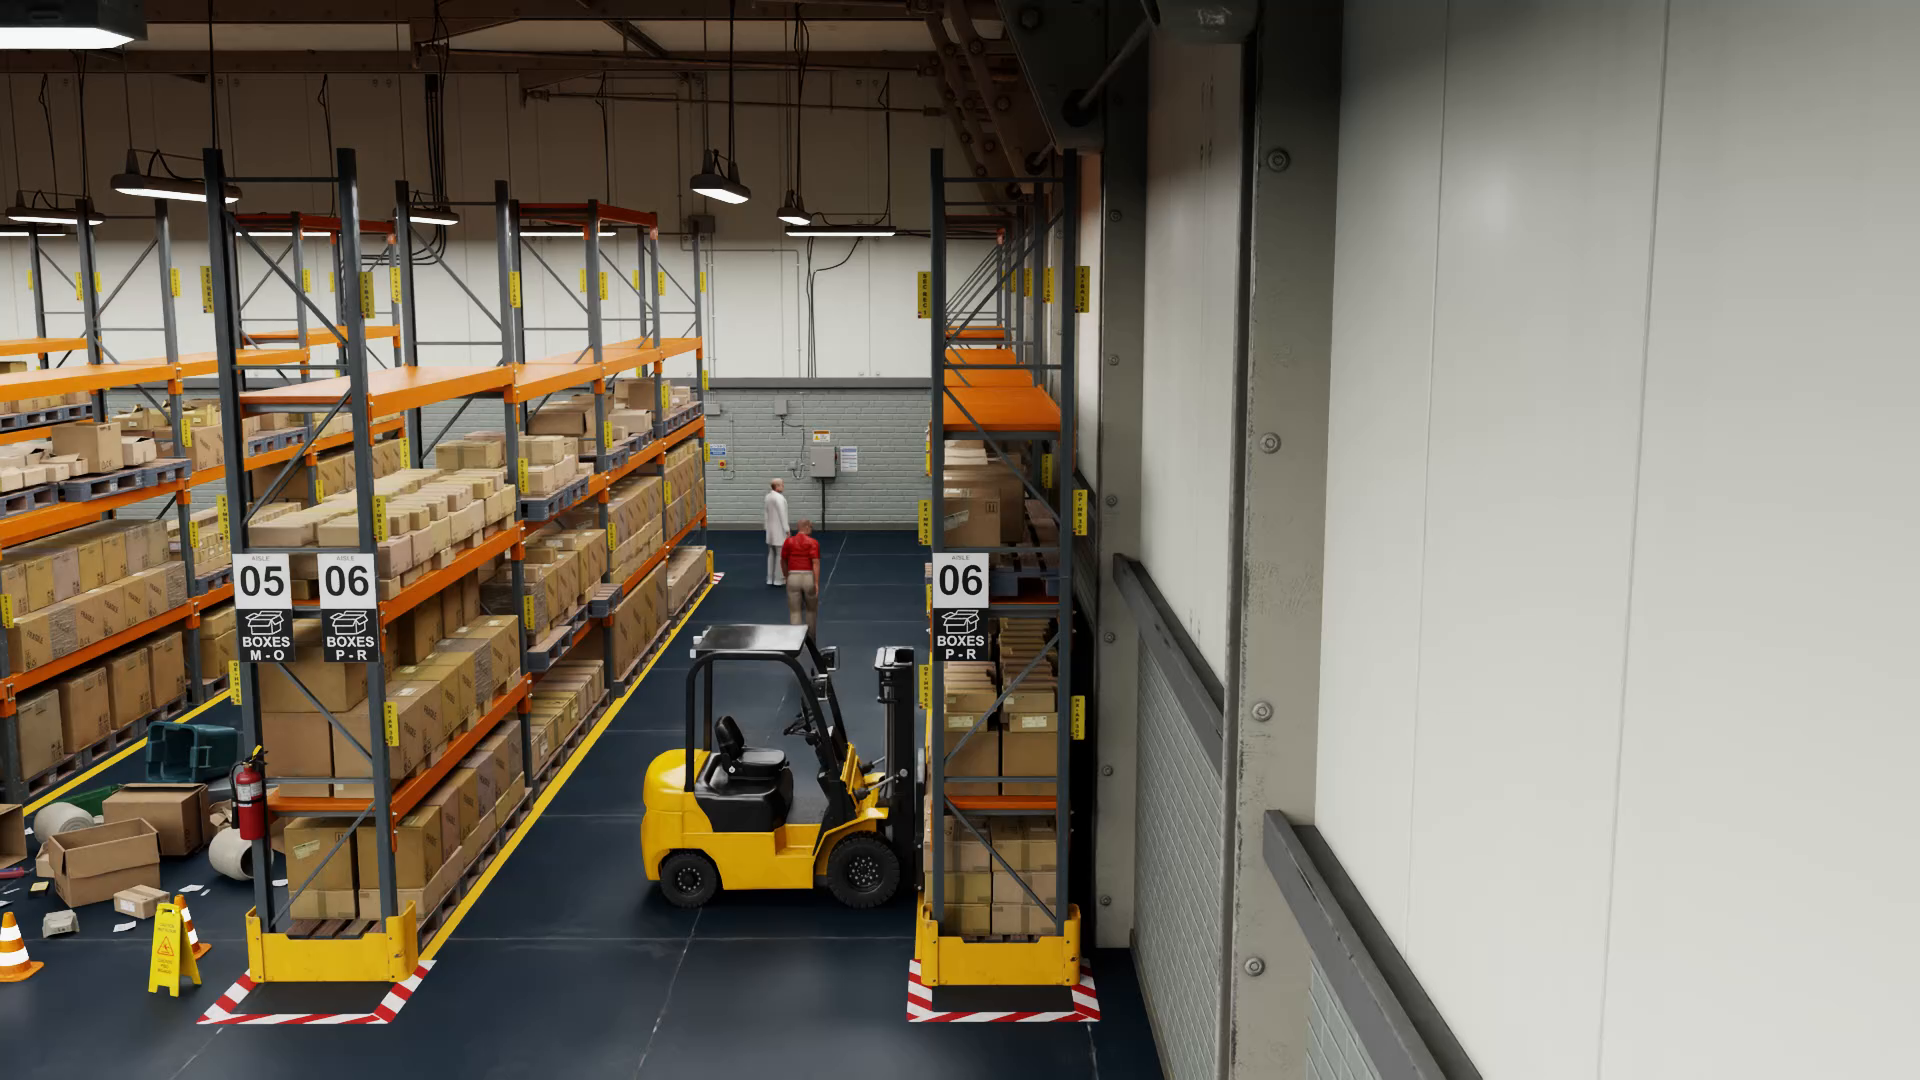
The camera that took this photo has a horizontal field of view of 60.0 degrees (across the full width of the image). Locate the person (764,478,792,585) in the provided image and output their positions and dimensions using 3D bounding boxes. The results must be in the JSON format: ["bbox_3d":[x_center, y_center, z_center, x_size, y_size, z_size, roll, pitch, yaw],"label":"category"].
[{"bbox_3d":[-3.033,-0.147,27.709,0.424,1.780,0.684,-6,11,-34],"label":"person"}]

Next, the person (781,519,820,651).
[{"bbox_3d":[-2.070,0.617,21.640,0.510,1.784,0.803,-1,9,-6],"label":"person"}]
